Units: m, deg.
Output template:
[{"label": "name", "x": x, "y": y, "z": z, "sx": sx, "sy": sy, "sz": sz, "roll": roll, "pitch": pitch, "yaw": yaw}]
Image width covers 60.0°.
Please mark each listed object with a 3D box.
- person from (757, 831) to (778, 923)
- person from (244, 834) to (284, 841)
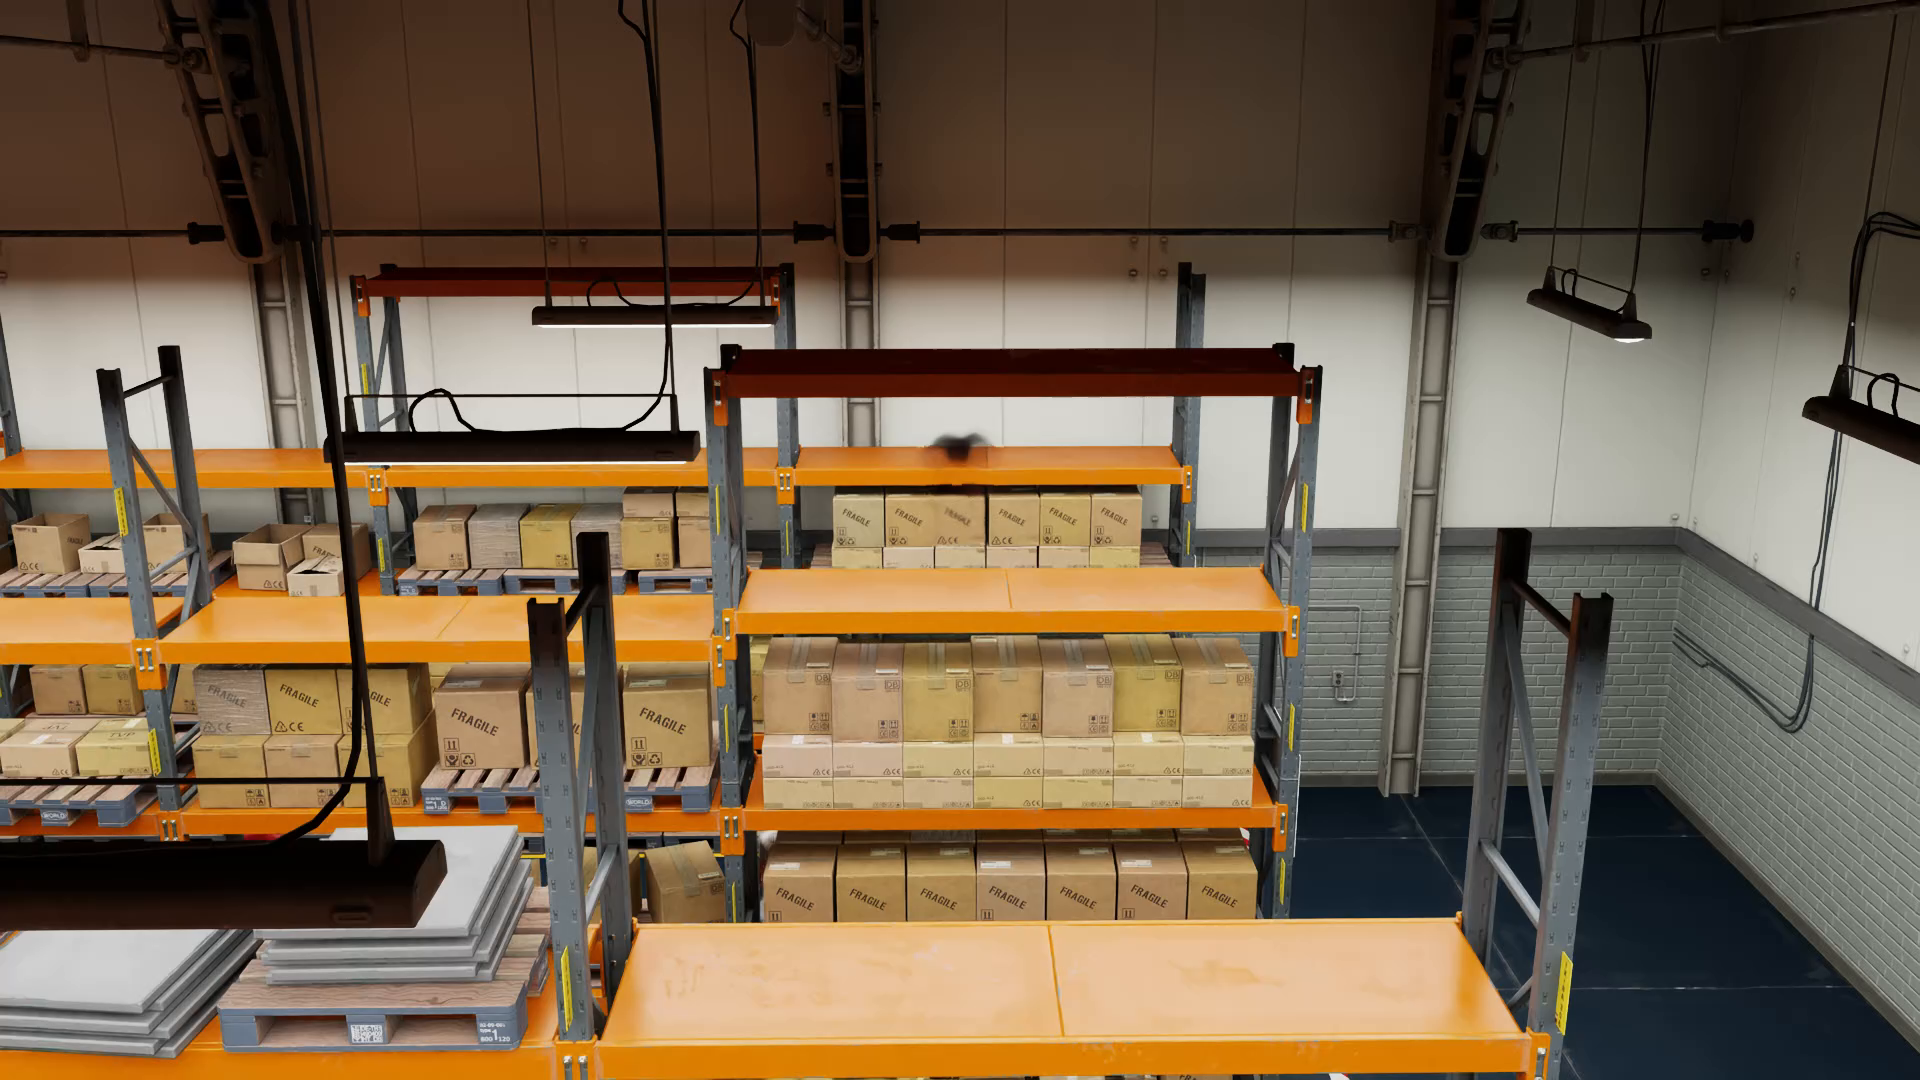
[{"label": "person", "x": -1.577, "y": 3.079, "z": 14.802, "sx": 0.585, "sy": 1.785, "sz": 0.441, "roll": -6, "pitch": 17, "yaw": -18}, {"label": "person", "x": -6.231, "y": 3.122, "z": 14.791, "sx": 0.664, "sy": 1.757, "sz": 0.416, "roll": -1, "pitch": 16, "yaw": -4}]
